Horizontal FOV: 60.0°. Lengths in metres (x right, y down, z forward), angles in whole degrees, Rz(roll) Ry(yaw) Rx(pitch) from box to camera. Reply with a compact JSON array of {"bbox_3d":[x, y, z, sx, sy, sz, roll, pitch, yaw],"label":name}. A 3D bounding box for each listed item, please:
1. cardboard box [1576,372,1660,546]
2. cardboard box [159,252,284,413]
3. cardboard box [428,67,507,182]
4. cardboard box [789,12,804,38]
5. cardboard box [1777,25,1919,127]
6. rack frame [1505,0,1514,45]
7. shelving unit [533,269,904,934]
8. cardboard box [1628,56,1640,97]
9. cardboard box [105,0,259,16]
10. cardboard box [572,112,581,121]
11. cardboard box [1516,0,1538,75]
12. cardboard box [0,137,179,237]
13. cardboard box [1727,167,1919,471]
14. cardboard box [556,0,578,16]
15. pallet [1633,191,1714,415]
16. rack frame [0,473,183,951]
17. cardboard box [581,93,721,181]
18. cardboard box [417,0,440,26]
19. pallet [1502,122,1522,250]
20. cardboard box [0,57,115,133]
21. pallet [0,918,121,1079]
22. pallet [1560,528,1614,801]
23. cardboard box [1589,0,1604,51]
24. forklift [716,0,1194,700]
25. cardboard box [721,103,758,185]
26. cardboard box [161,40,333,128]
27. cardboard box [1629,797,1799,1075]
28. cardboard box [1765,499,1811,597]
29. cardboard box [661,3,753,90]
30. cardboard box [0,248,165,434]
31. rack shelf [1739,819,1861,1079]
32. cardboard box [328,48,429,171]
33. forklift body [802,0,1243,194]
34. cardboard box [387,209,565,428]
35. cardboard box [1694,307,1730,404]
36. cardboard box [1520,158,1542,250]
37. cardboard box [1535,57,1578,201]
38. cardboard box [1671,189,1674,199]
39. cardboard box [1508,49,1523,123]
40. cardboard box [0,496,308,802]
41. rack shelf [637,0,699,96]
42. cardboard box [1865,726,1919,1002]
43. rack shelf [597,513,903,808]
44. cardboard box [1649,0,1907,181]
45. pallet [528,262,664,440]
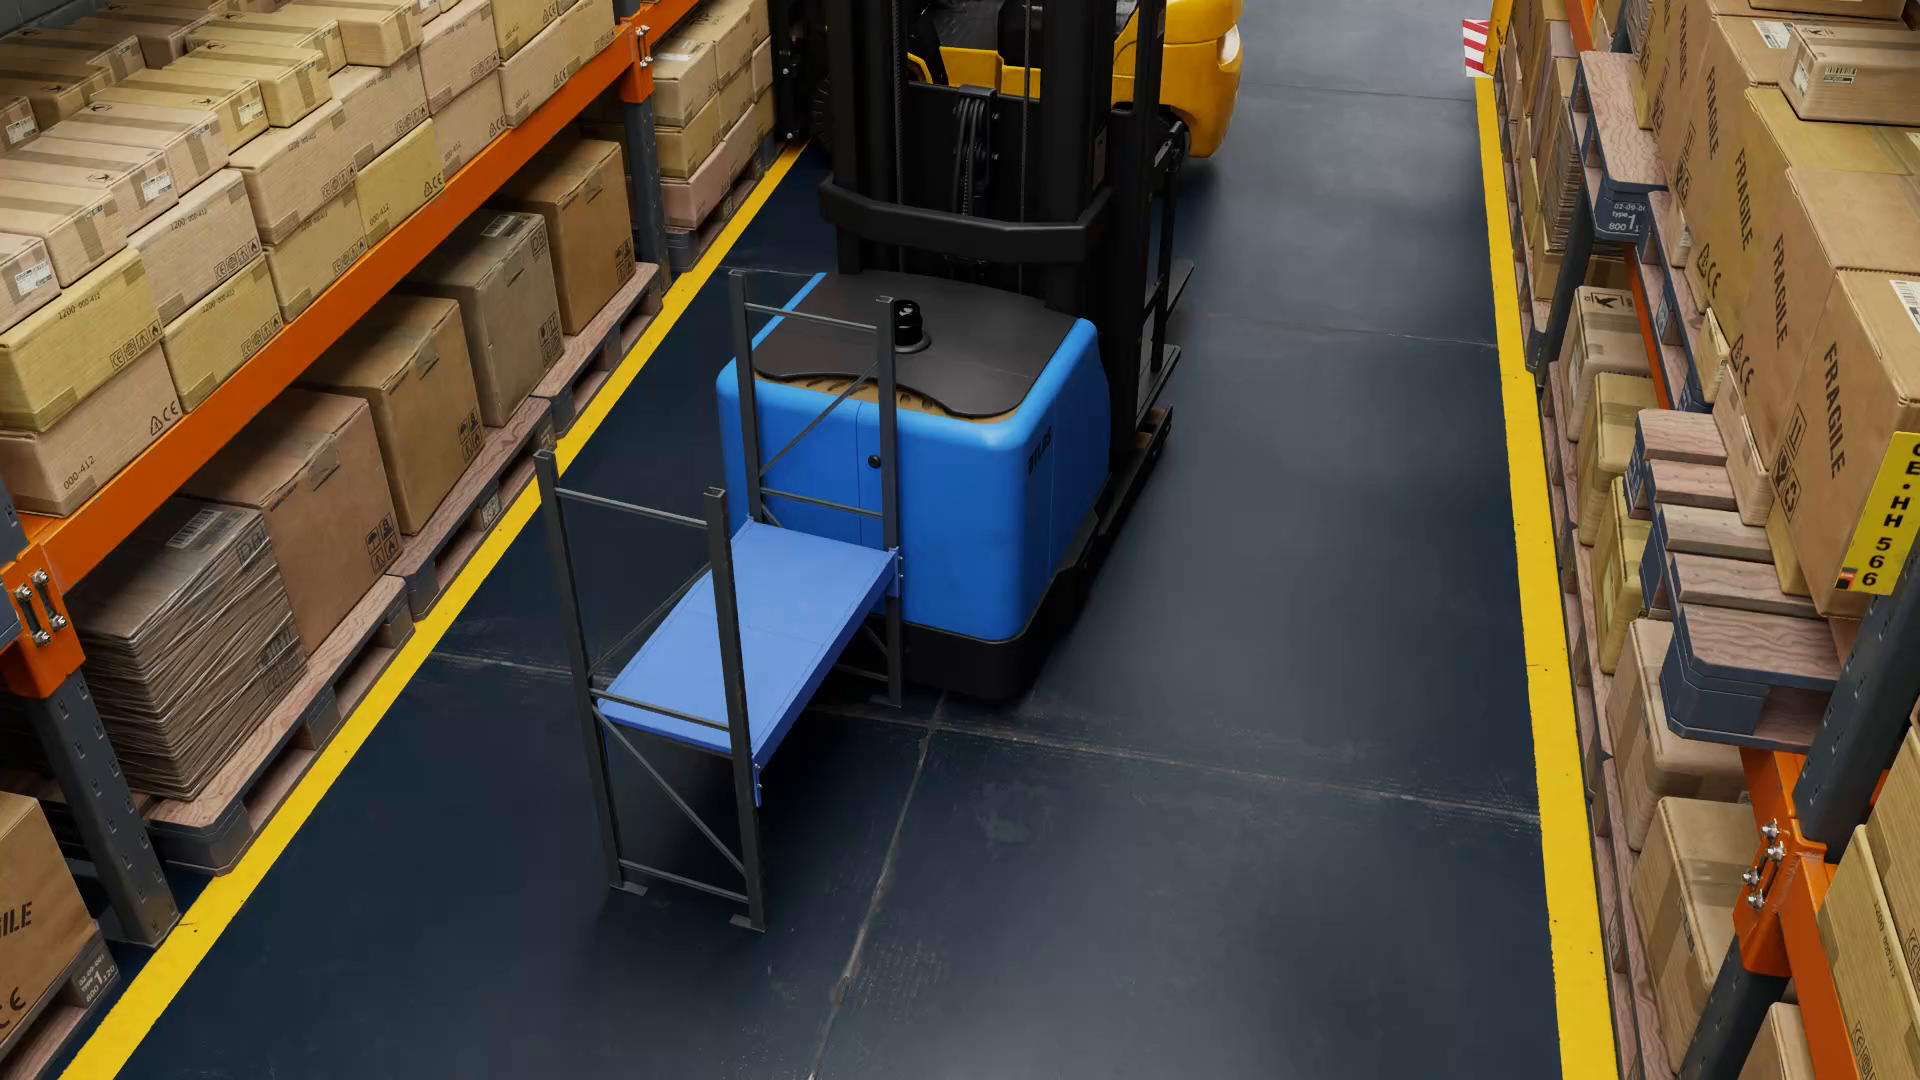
[{"bbox_3d":[2.718,-0.227,5.888,0.950,0.372,0.625,10,37,13],"label":"cardboard box"},{"bbox_3d":[-2.281,-0.612,4.666,0.500,0.250,0.500,7,36,9],"label":"cardboard box"},{"bbox_3d":[-1.962,-1.502,5.894,0.500,0.250,0.500,8,37,10],"label":"cardboard box"},{"bbox_3d":[-1.134,-2.817,9.140,0.500,0.250,0.500,7,37,10],"label":"cardboard box"},{"bbox_3d":[2.197,-1.108,3.974,0.380,0.149,0.250,6,36,8],"label":"cardboard box"},{"bbox_3d":[3.832,-4.128,9.389,1.000,3.000,0.127,7,37,10],"label":"rack frame"},{"bbox_3d":[-0.602,0.170,4.738,0.538,1.500,1.048,12,38,17],"label":"shelving unit"},{"bbox_3d":[2.551,-1.625,5.793,0.380,0.149,0.250,8,37,11],"label":"cardboard box"},{"bbox_3d":[-2.528,-1.715,5.422,0.380,0.149,0.250,8,37,10],"label":"cardboard box"},{"bbox_3d":[-1.956,-2.222,7.893,0.500,0.250,0.500,8,37,11],"label":"cardboard box"},{"bbox_3d":[3.278,-2.746,8.829,0.500,0.500,0.500,6,36,8],"label":"cardboard box"},{"bbox_3d":[-2.285,-0.914,4.317,0.380,0.149,0.250,8,37,11],"label":"cardboard box"},{"bbox_3d":[2.049,-0.465,3.639,0.500,0.500,0.500,7,36,9],"label":"cardboard box"},{"bbox_3d":[-1.727,-2.283,6.545,0.500,0.250,0.500,7,36,9],"label":"cardboard box"},{"bbox_3d":[2.506,-0.603,4.690,1.003,0.211,1.213,7,37,10],"label":"pallet"},{"bbox_3d":[-2.726,-0.161,3.916,1.000,3.000,0.127,7,37,10],"label":"rack frame"},{"bbox_3d":[-1.467,-1.952,7.947,0.500,0.250,0.500,7,37,10],"label":"cardboard box"},{"bbox_3d":[-1.972,-1.798,5.536,0.380,0.149,0.250,8,37,10],"label":"cardboard box"},{"bbox_3d":[3.345,-1.796,8.549,1.003,0.211,1.213,7,37,10],"label":"pallet"},{"bbox_3d":[-2.677,-1.271,4.809,0.380,0.149,0.250,7,37,10],"label":"cardboard box"},{"bbox_3d":[-2.923,1.391,4.151,1.003,0.211,1.213,7,37,10],"label":"pallet"},{"bbox_3d":[2.555,0.443,5.459,1.003,0.211,1.213,7,37,10],"label":"pallet"},{"bbox_3d":[2.795,-2.099,6.804,0.380,0.149,0.250,8,37,11],"label":"cardboard box"},{"bbox_3d":[0.221,-1.529,5.862,1.130,2.935,3.031,13,38,17],"label":"forklift"},{"bbox_3d":[-1.352,-2.040,8.494,0.500,0.250,0.500,7,36,9],"label":"cardboard box"},{"bbox_3d":[-2.105,-1.351,4.921,0.380,0.149,0.250,8,37,11],"label":"cardboard box"},{"bbox_3d":[2.254,1.030,4.154,0.950,0.372,0.625,5,36,7],"label":"cardboard box"},{"bbox_3d":[1.950,0.010,3.536,0.380,0.149,0.250,8,37,11],"label":"cardboard box"},{"bbox_3d":[-1.343,-2.446,8.202,0.500,0.250,0.500,7,37,10],"label":"cardboard box"},{"bbox_3d":[-2.368,-0.524,4.118,0.500,0.250,0.500,7,37,10],"label":"cardboard box"},{"bbox_3d":[1.696,1.897,1.690,1.077,0.370,4.000,7,37,10],"label":"rack shelf"},{"bbox_3d":[-2.071,-1.407,5.338,0.500,0.250,0.500,8,37,11],"label":"cardboard box"},{"bbox_3d":[0.360,-3.088,8.678,2.313,2.155,1.214,7,37,10],"label":"forklift body"},{"bbox_3d":[-2.146,-0.918,6.627,0.875,0.625,0.625,7,37,9],"label":"cardboard box"},{"bbox_3d":[2.067,-0.443,4.161,0.380,0.149,0.250,8,37,11],"label":"cardboard box"},{"bbox_3d":[2.946,-1.570,7.846,0.500,0.250,0.500,6,36,9],"label":"cardboard box"},{"bbox_3d":[2.949,-1.859,7.606,0.500,0.500,0.500,8,37,11],"label":"cardboard box"},{"bbox_3d":[2.353,-1.028,4.968,0.380,0.149,0.250,8,37,10],"label":"cardboard box"},{"bbox_3d":[3.274,-2.465,9.080,0.500,0.250,0.500,9,37,12],"label":"cardboard box"},{"bbox_3d":[-2.580,0.274,4.981,0.875,0.625,0.625,8,37,11],"label":"cardboard box"},{"bbox_3d":[-1.445,-3.310,8.874,1.077,0.370,4.000,7,37,10],"label":"rack shelf"},{"bbox_3d":[1.774,0.577,2.600,0.500,0.250,0.500,7,37,10],"label":"cardboard box"},{"bbox_3d":[-0.602,0.315,4.843,0.538,0.185,1.000,12,38,17],"label":"rack shelf"},{"bbox_3d":[2.372,-1.364,4.879,0.500,0.500,0.500,7,37,10],"label":"cardboard box"},{"bbox_3d":[-1.991,-0.898,7.309,1.003,0.211,1.213,7,37,10],"label":"pallet"}]
